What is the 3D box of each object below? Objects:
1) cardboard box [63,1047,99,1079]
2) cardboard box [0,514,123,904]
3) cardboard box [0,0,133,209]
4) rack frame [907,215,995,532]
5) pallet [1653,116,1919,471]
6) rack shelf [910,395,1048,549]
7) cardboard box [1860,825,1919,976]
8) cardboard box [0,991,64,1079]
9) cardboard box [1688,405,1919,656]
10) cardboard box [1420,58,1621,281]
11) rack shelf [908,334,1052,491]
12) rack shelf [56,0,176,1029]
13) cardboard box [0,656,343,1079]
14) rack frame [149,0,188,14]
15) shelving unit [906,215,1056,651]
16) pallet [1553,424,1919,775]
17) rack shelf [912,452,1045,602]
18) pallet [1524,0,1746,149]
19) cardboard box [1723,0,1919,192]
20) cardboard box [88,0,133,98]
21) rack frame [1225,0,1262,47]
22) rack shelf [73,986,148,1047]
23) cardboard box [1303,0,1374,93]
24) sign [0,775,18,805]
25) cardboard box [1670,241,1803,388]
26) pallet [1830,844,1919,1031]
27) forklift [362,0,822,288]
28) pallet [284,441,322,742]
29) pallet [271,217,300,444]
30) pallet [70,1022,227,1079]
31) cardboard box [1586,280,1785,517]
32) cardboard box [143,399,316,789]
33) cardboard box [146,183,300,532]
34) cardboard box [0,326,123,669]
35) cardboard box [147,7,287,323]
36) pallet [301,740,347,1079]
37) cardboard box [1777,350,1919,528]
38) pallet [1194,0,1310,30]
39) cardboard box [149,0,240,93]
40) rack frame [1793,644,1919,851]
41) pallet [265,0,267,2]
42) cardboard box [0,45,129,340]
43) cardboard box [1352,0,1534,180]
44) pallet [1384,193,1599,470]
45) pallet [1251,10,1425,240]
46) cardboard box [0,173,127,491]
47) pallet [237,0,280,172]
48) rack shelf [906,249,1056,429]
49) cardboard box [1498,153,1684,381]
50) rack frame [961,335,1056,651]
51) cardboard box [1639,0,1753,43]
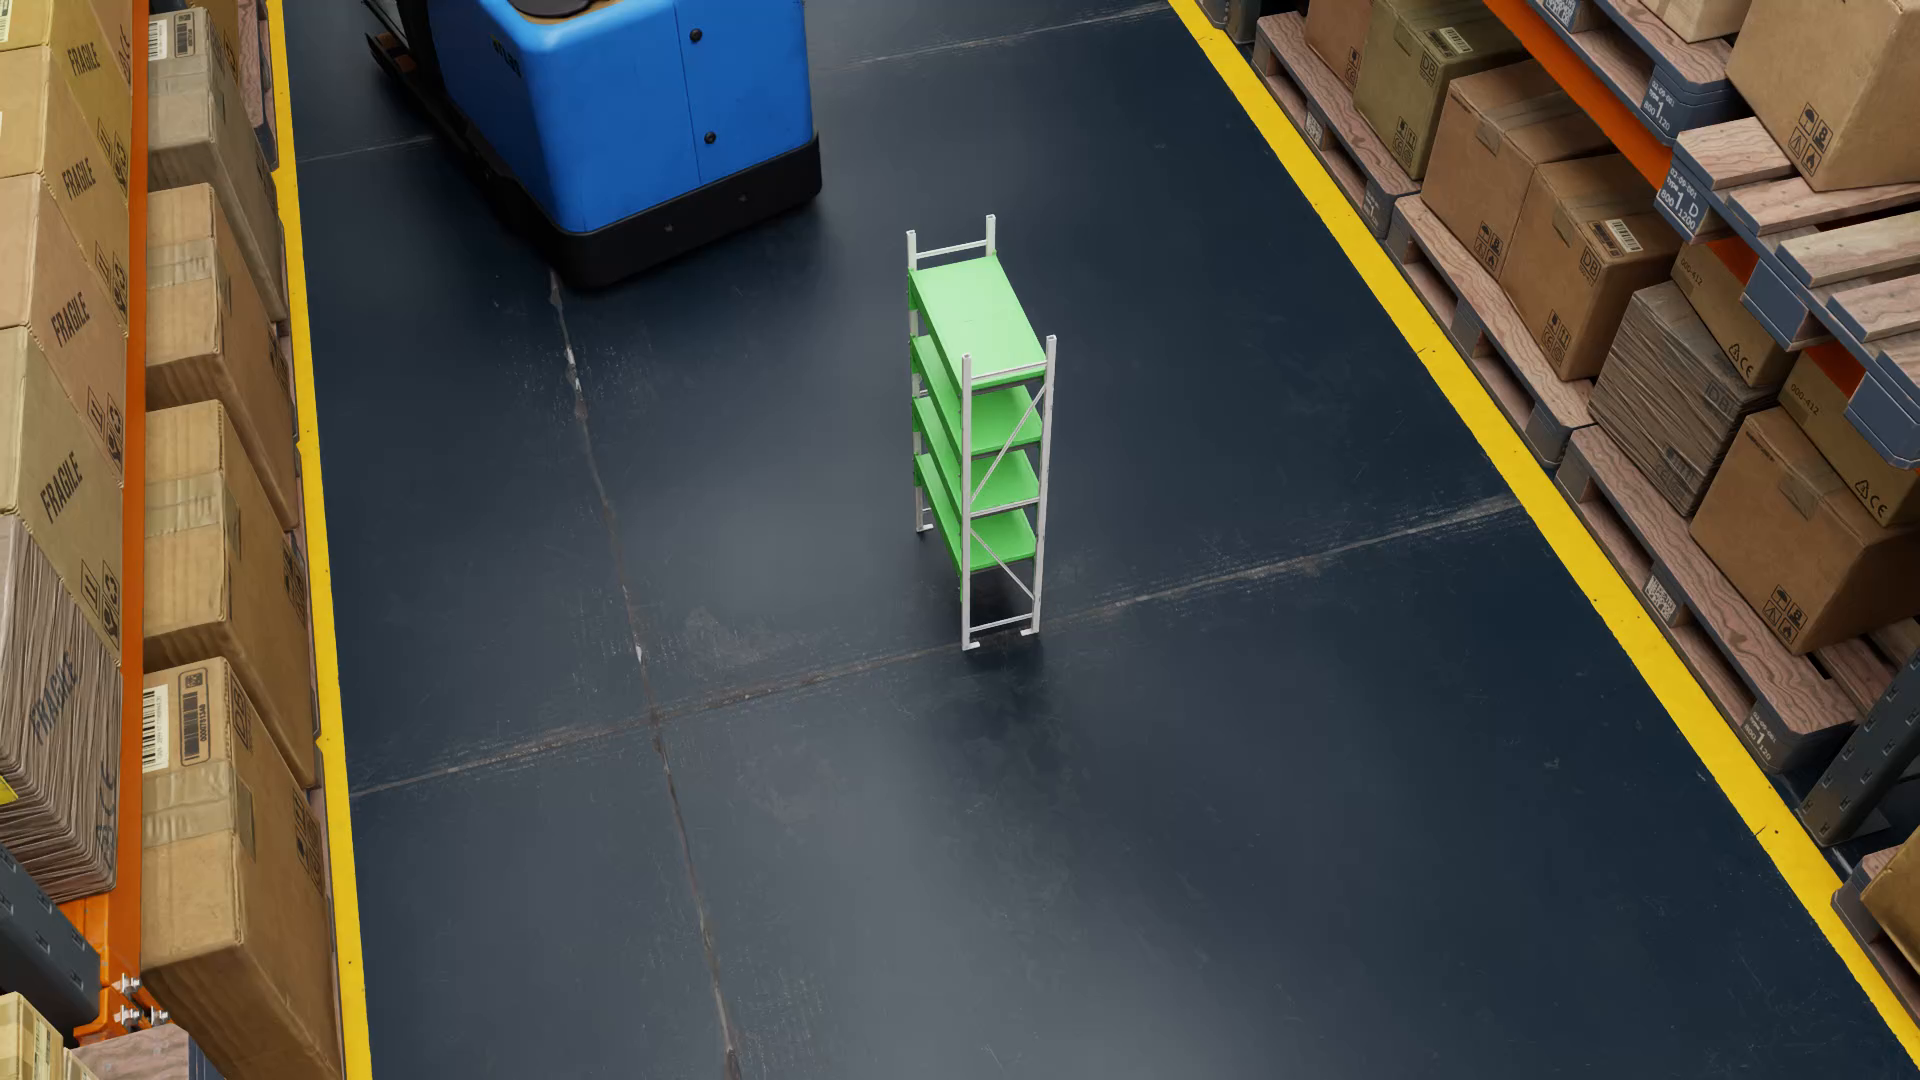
[{"bbox_3d":[-1.381,0.876,2.245,0.380,0.149,0.250,-12,51,-10],"label":"cardboard box"},{"bbox_3d":[-1.837,0.347,2.930,0.500,0.500,0.500,-13,51,-11],"label":"cardboard box"},{"bbox_3d":[-2.436,-1.126,4.172,0.500,0.500,0.500,-13,51,-11],"label":"cardboard box"},{"bbox_3d":[-0.023,-0.444,4.840,0.240,1.200,0.015,-13,51,-11],"label":"rack frame"},{"bbox_3d":[2.494,-0.714,4.015,1.213,0.211,1.003,-13,51,-11],"label":"pallet"},{"bbox_3d":[0.049,-0.225,4.738,0.258,0.148,0.480,-13,51,-11],"label":"rack shelf"},{"bbox_3d":[2.990,0.779,3.746,1.225,0.875,0.875,-15,52,-13],"label":"cardboard box"},{"bbox_3d":[-1.379,0.777,2.134,0.380,0.149,0.250,-15,52,-12],"label":"cardboard box"},{"bbox_3d":[2.589,-0.100,4.720,0.700,0.500,0.500,-16,52,-13],"label":"cardboard box"},{"bbox_3d":[2.073,-1.322,5.750,0.700,0.500,0.500,-17,52,-14],"label":"cardboard box"},{"bbox_3d":[0.049,-0.379,4.555,0.258,0.148,0.480,-13,51,-11],"label":"rack shelf"},{"bbox_3d":[-2.553,-0.460,4.147,1.077,0.370,4.000,-13,51,-11],"label":"rack shelf"},{"bbox_3d":[-2.056,0.893,3.732,1.050,0.750,0.750,-14,51,-11],"label":"cardboard box"},{"bbox_3d":[-3.145,-2.153,5.103,1.000,3.000,0.127,-13,51,-11],"label":"rack frame"},{"bbox_3d":[0.049,-0.266,4.689,0.258,1.200,0.503,-13,51,-11],"label":"shelving unit"},{"bbox_3d":[2.576,0.049,5.071,1.003,0.211,1.213,-13,51,-11],"label":"pallet"},{"bbox_3d":[0.049,-0.070,4.922,0.258,0.148,0.480,-13,51,-11],"label":"rack shelf"},{"bbox_3d":[2.182,-1.654,4.808,1.003,0.211,1.213,-13,51,-11],"label":"pallet"},{"bbox_3d":[2.348,-1.217,3.974,0.700,0.500,0.500,-7,50,-6],"label":"cardboard box"},{"bbox_3d":[-2.586,-1.495,4.483,0.500,0.500,0.500,-14,51,-11],"label":"cardboard box"},{"bbox_3d":[1.623,-3.201,5.986,1.000,3.000,0.127,-13,51,-11],"label":"rack frame"},{"bbox_3d":[-1.370,2.461,1.684,1.077,0.370,4.000,-13,51,-11],"label":"rack shelf"},{"bbox_3d":[1.784,-2.083,6.392,0.700,0.500,0.500,-17,52,-14],"label":"cardboard box"},{"bbox_3d":[-1.446,0.291,2.337,0.100,0.325,0.005,-13,51,-11],"label":"sign"},{"bbox_3d":[2.413,-0.725,4.756,0.500,0.250,0.500,-8,50,-7],"label":"cardboard box"},{"bbox_3d":[2.967,1.213,4.090,1.003,0.211,1.213,-13,51,-11],"label":"pallet"},{"bbox_3d":[-1.772,-2.941,5.812,1.130,2.935,3.031,-28,55,-22],"label":"forklift"},{"bbox_3d":[-2.480,0.185,4.956,1.003,0.211,1.213,-13,51,-11],"label":"pallet"},{"bbox_3d":[-2.845,-0.708,5.708,1.003,0.211,1.213,-13,51,-11],"label":"pallet"},{"bbox_3d":[-1.649,1.327,2.295,1.213,0.211,1.003,-13,51,-11],"label":"pallet"},{"bbox_3d":[2.413,-0.502,5.059,0.700,0.500,0.500,-17,52,-14],"label":"cardboard box"},{"bbox_3d":[-2.318,0.255,4.270,1.050,0.750,0.750,-13,51,-10],"label":"cardboard box"},{"bbox_3d":[-2.594,-0.425,4.843,1.050,0.750,0.750,-13,51,-11],"label":"cardboard box"},{"bbox_3d":[-1.990,-0.023,3.242,0.500,0.500,0.500,-14,51,-11],"label":"cardboard box"},{"bbox_3d":[-2.875,-1.130,5.438,1.050,0.750,0.750,-14,51,-11],"label":"cardboard box"},{"bbox_3d":[-2.123,1.074,4.206,1.003,0.211,1.213,-13,51,-11],"label":"pallet"},{"bbox_3d":[2.579,-0.339,4.431,0.500,0.250,0.500,-11,51,-9],"label":"cardboard box"},{"bbox_3d":[1.391,-2.784,7.459,1.003,0.211,1.213,-13,51,-11],"label":"pallet"},{"bbox_3d":[-3.264,-2.079,6.155,0.875,0.875,0.875,-13,51,-10],"label":"cardboard box"},{"bbox_3d":[2.806,-0.279,3.523,1.000,3.000,0.127,-13,51,-11],"label":"rack frame"},{"bbox_3d":[-3.659,-2.720,7.405,1.003,0.211,1.213,-13,51,-11],"label":"pallet"},{"bbox_3d":[-2.284,-0.756,3.860,0.500,0.500,0.500,-14,51,-11],"label":"cardboard box"},{"bbox_3d":[1.907,-1.731,6.094,0.700,0.500,0.500,-14,51,-11],"label":"cardboard box"},{"bbox_3d":[2.219,-0.841,5.821,1.003,0.211,1.213,-13,51,-11],"label":"pallet"},{"bbox_3d":[1.855,-1.733,6.573,1.003,0.211,1.213,-13,51,-11],"label":"pallet"},{"bbox_3d":[-2.139,-0.392,3.553,0.500,0.500,0.500,-13,51,-11],"label":"cardboard box"},{"bbox_3d":[-3.295,-1.827,6.652,1.003,0.211,1.213,-13,51,-11],"label":"pallet"},{"bbox_3d":[0.049,-0.534,4.371,0.258,0.148,0.480,-13,51,-11],"label":"rack shelf"},{"bbox_3d":[2.238,-0.915,5.406,0.700,0.500,0.500,-9,51,-8],"label":"cardboard box"},{"bbox_3d":[0.121,-0.088,4.539,0.240,1.200,0.015,-13,51,-11],"label":"rack frame"},{"bbox_3d":[2.055,-1.528,4.389,0.396,0.266,0.258,-15,51,-12],"label":"cardboard box"}]
